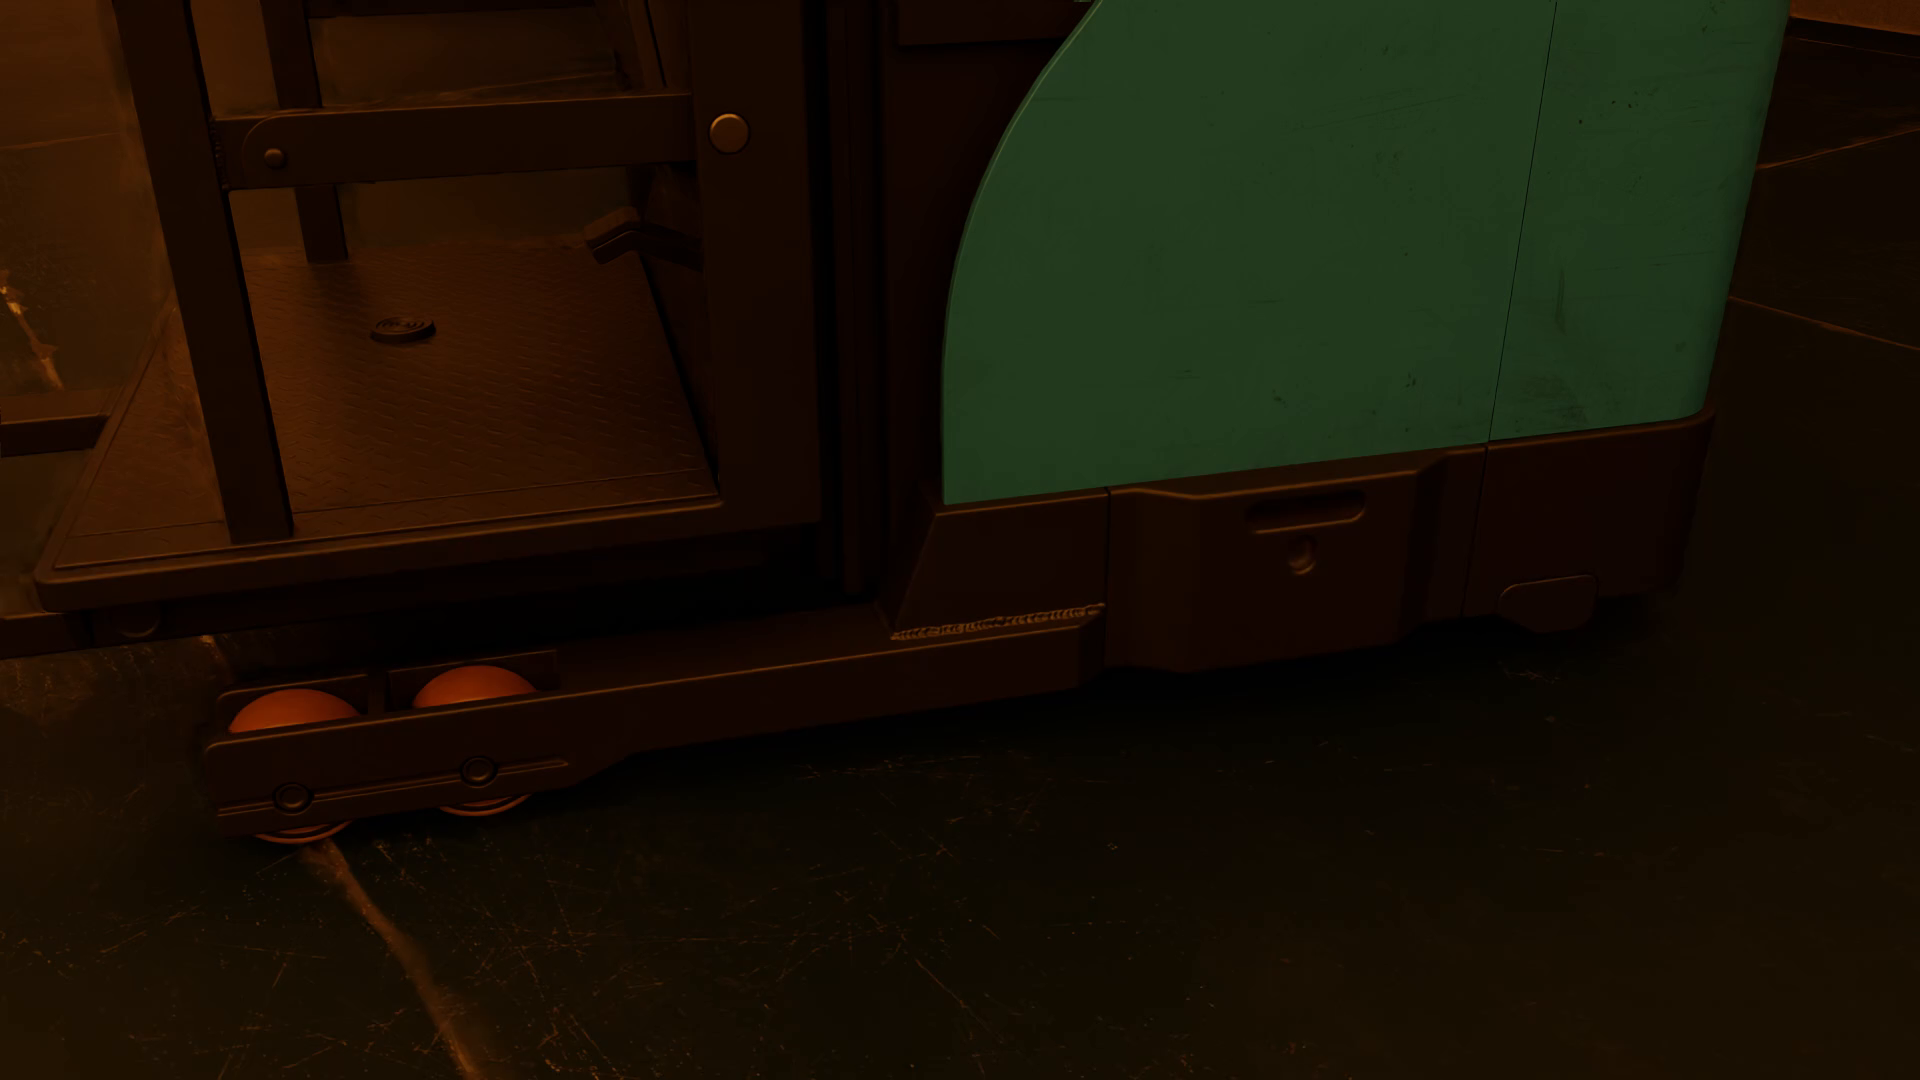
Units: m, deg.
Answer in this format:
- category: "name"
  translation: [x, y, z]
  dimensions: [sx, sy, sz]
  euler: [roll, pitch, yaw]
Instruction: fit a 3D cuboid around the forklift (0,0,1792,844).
- category: "forklift"
  translation: [-0.589, -1.238, 1.700]
  dimensions: [3.031, 2.935, 1.130]
  euler: [-7, 27, -13]
